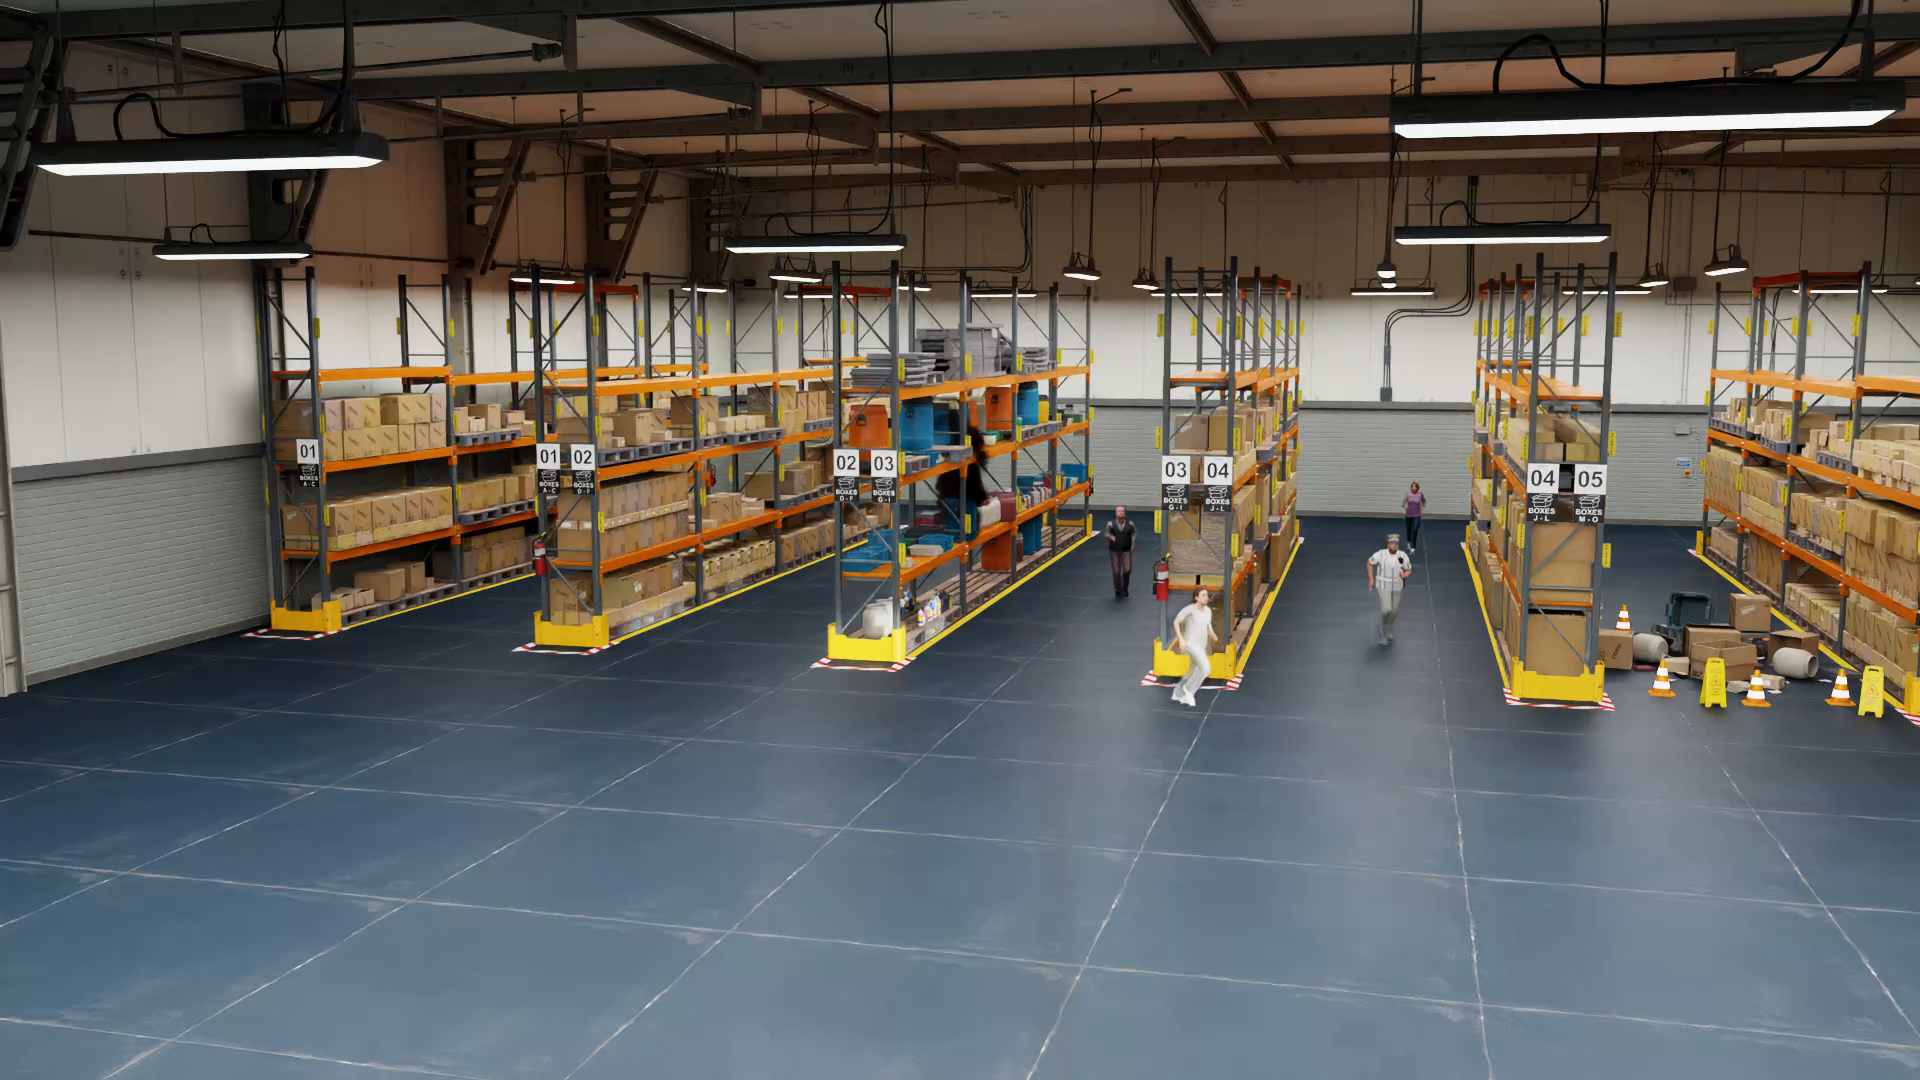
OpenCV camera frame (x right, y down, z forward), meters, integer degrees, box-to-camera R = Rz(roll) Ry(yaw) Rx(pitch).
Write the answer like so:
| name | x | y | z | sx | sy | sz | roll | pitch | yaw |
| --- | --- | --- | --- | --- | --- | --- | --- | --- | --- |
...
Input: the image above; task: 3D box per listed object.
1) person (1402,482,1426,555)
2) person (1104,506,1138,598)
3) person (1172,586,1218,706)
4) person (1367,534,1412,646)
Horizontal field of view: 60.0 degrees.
| name | x | y | z | sx | sy | sz | roll | pitch | yaw |
| --- | --- | --- | --- | --- | --- | --- | --- | --- | --- |
| person | 10.150 | -0.509 | 37.230 | 0.511 | 1.616 | 0.847 | 3 | 8 | 20 |
| person | 2.999 | 0.238 | 30.958 | 0.642 | 1.717 | 0.647 | 0 | 7 | 3 |
| person | 3.121 | 1.397 | 22.038 | 0.490 | 1.600 | 0.723 | -6 | 10 | -41 |
| person | 6.837 | 0.793 | 26.415 | 0.627 | 1.815 | 0.826 | 0 | 7 | -3 |
